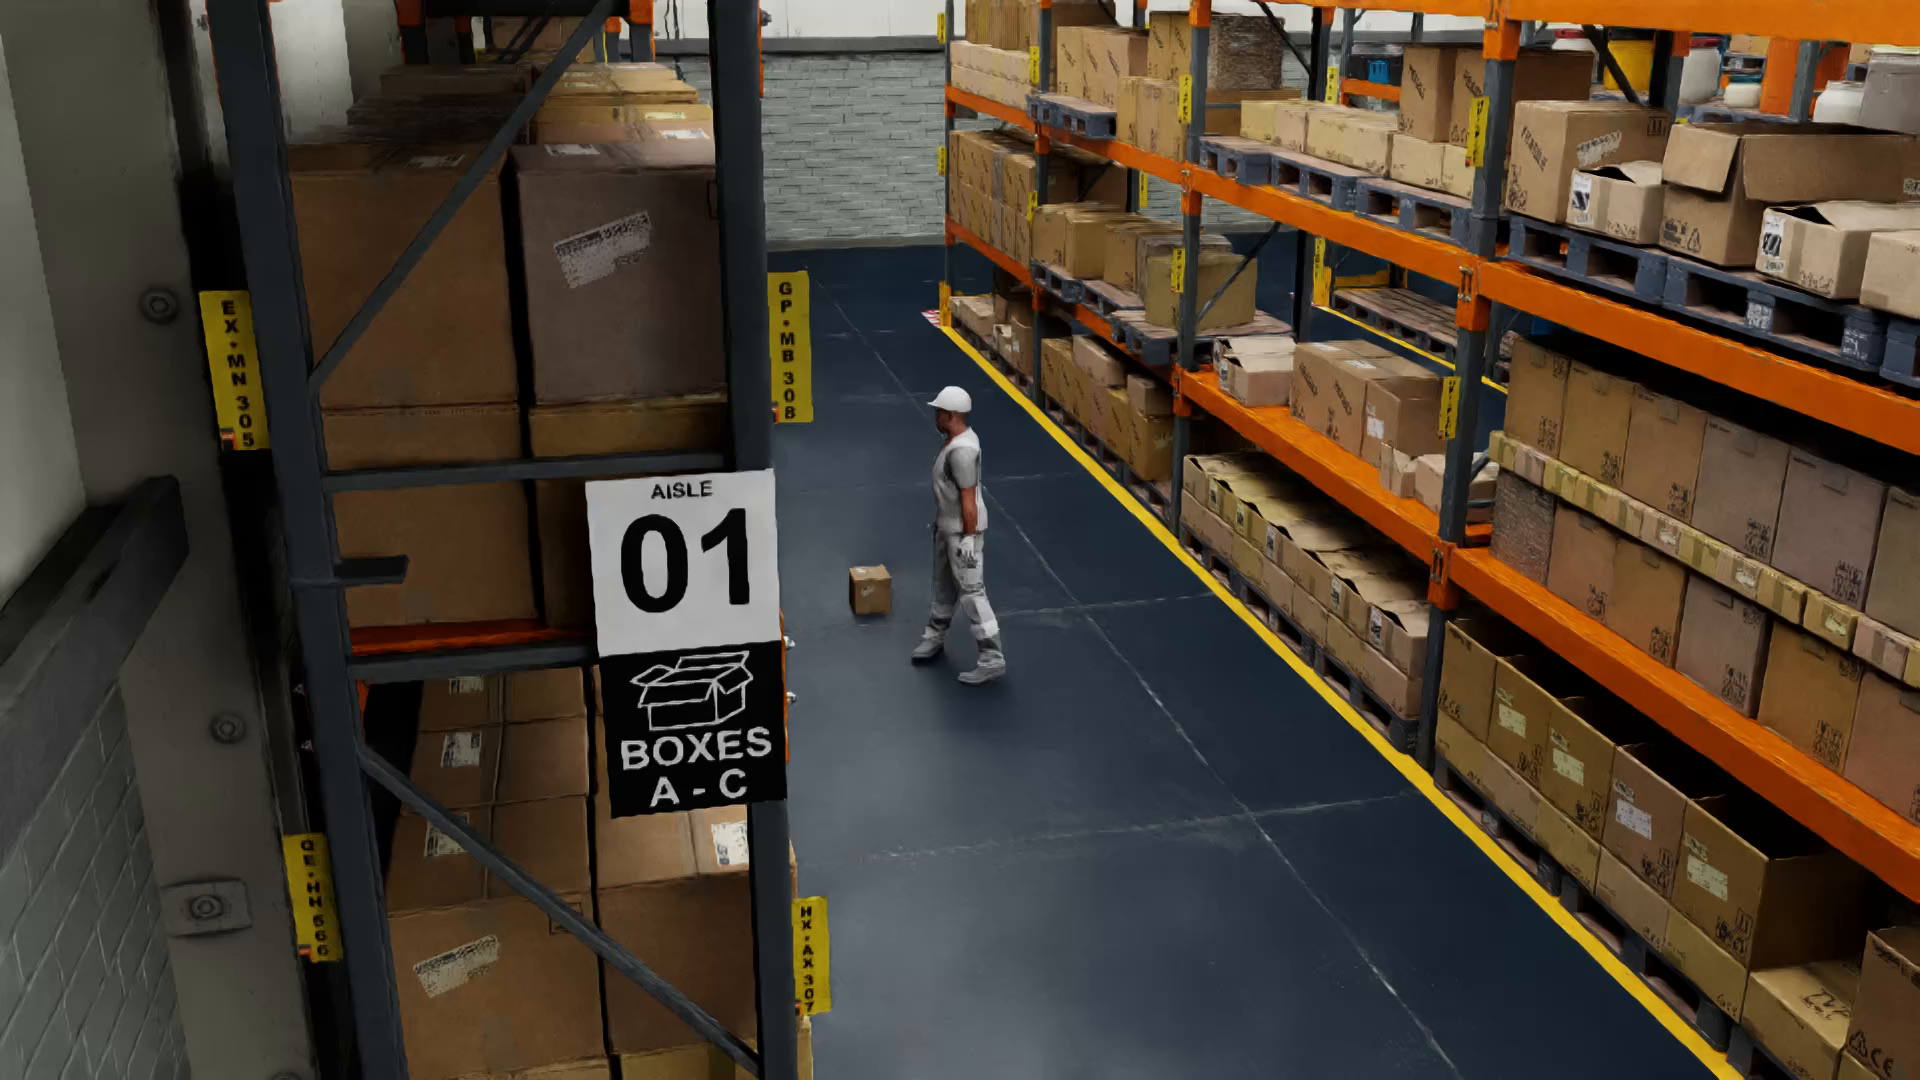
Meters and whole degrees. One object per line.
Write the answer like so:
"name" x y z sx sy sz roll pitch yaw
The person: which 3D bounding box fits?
"person" -0.018 -0.046 10.171 0.551 1.783 0.644 -2 20 -7
